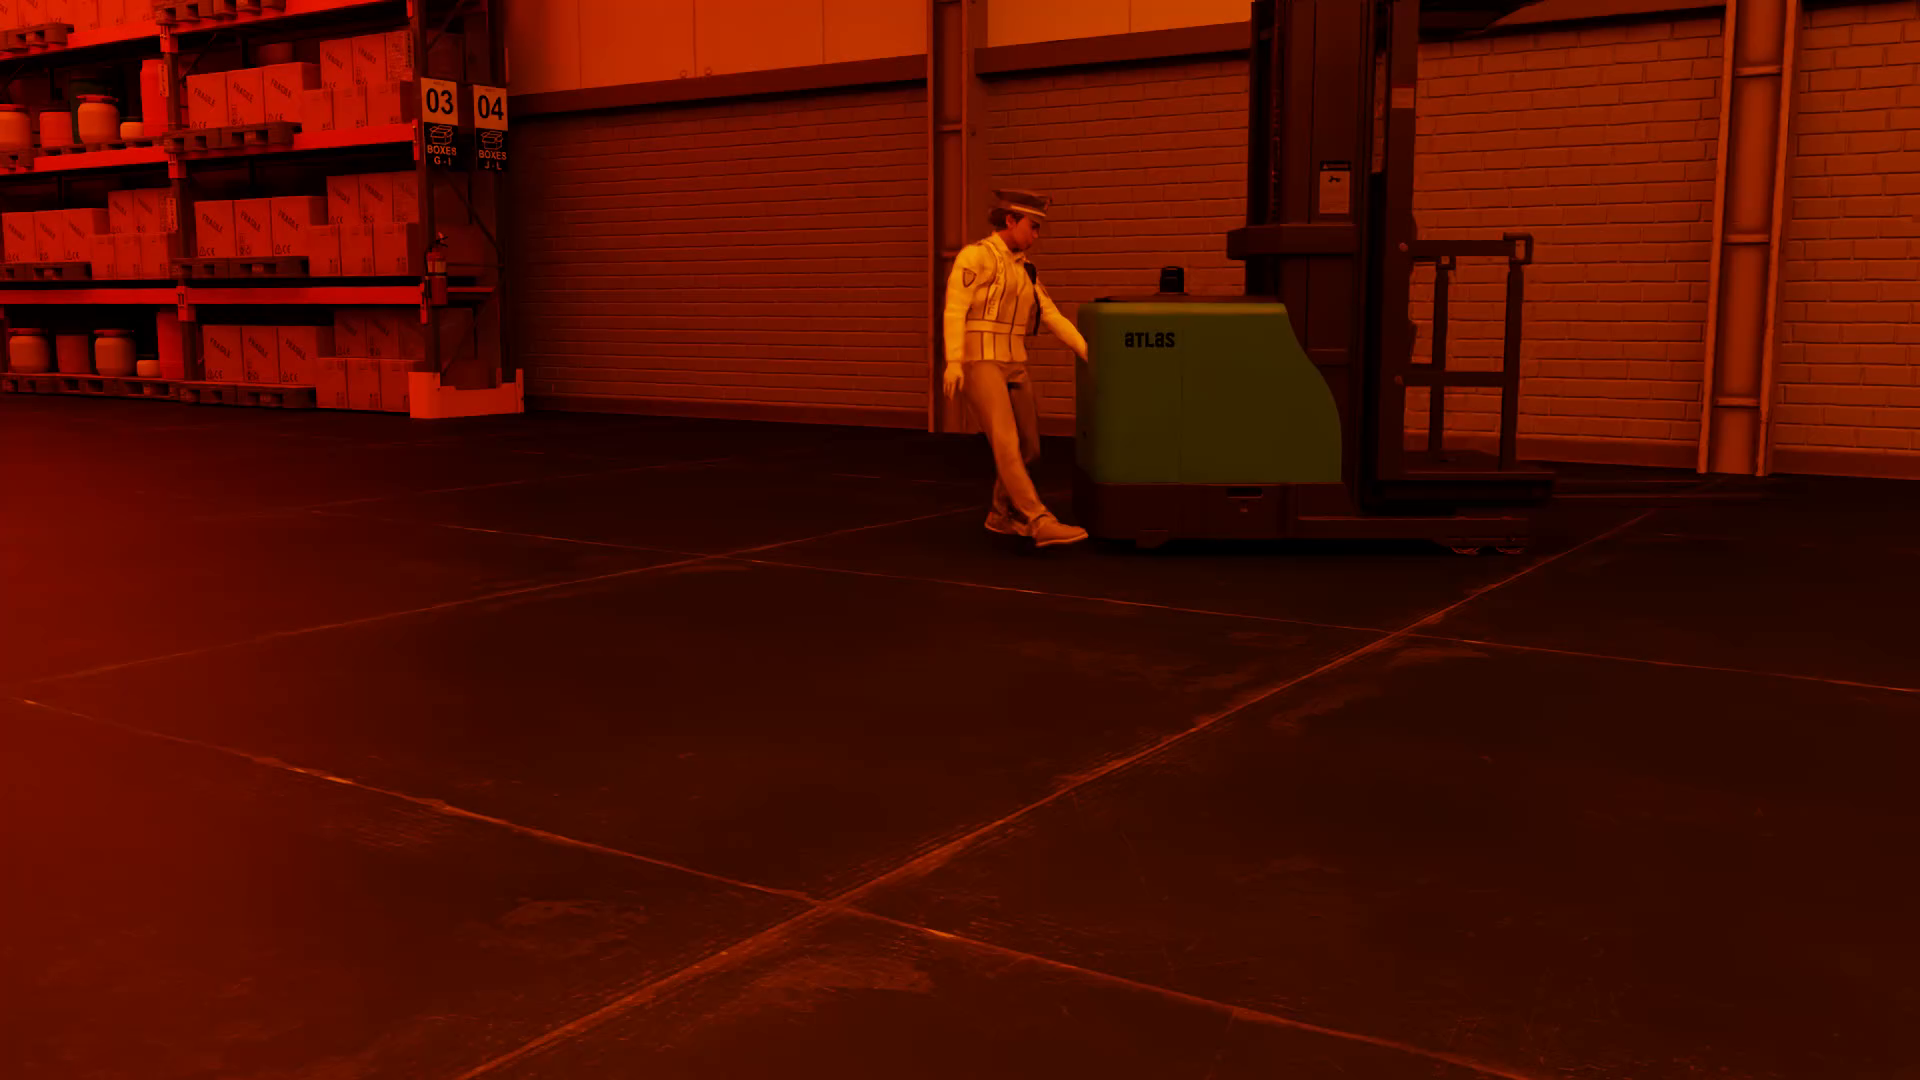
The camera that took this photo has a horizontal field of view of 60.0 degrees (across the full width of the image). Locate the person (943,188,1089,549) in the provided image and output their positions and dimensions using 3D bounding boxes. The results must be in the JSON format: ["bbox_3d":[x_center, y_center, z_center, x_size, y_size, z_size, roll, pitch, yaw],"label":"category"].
[{"bbox_3d":[0.304,-0.731,7.307,0.884,1.611,0.721,7,11,40],"label":"person"}]

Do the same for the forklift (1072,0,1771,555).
[{"bbox_3d":[2.069,-1.461,7.468,3.031,2.935,1.130,0,8,-2],"label":"forklift"}]
